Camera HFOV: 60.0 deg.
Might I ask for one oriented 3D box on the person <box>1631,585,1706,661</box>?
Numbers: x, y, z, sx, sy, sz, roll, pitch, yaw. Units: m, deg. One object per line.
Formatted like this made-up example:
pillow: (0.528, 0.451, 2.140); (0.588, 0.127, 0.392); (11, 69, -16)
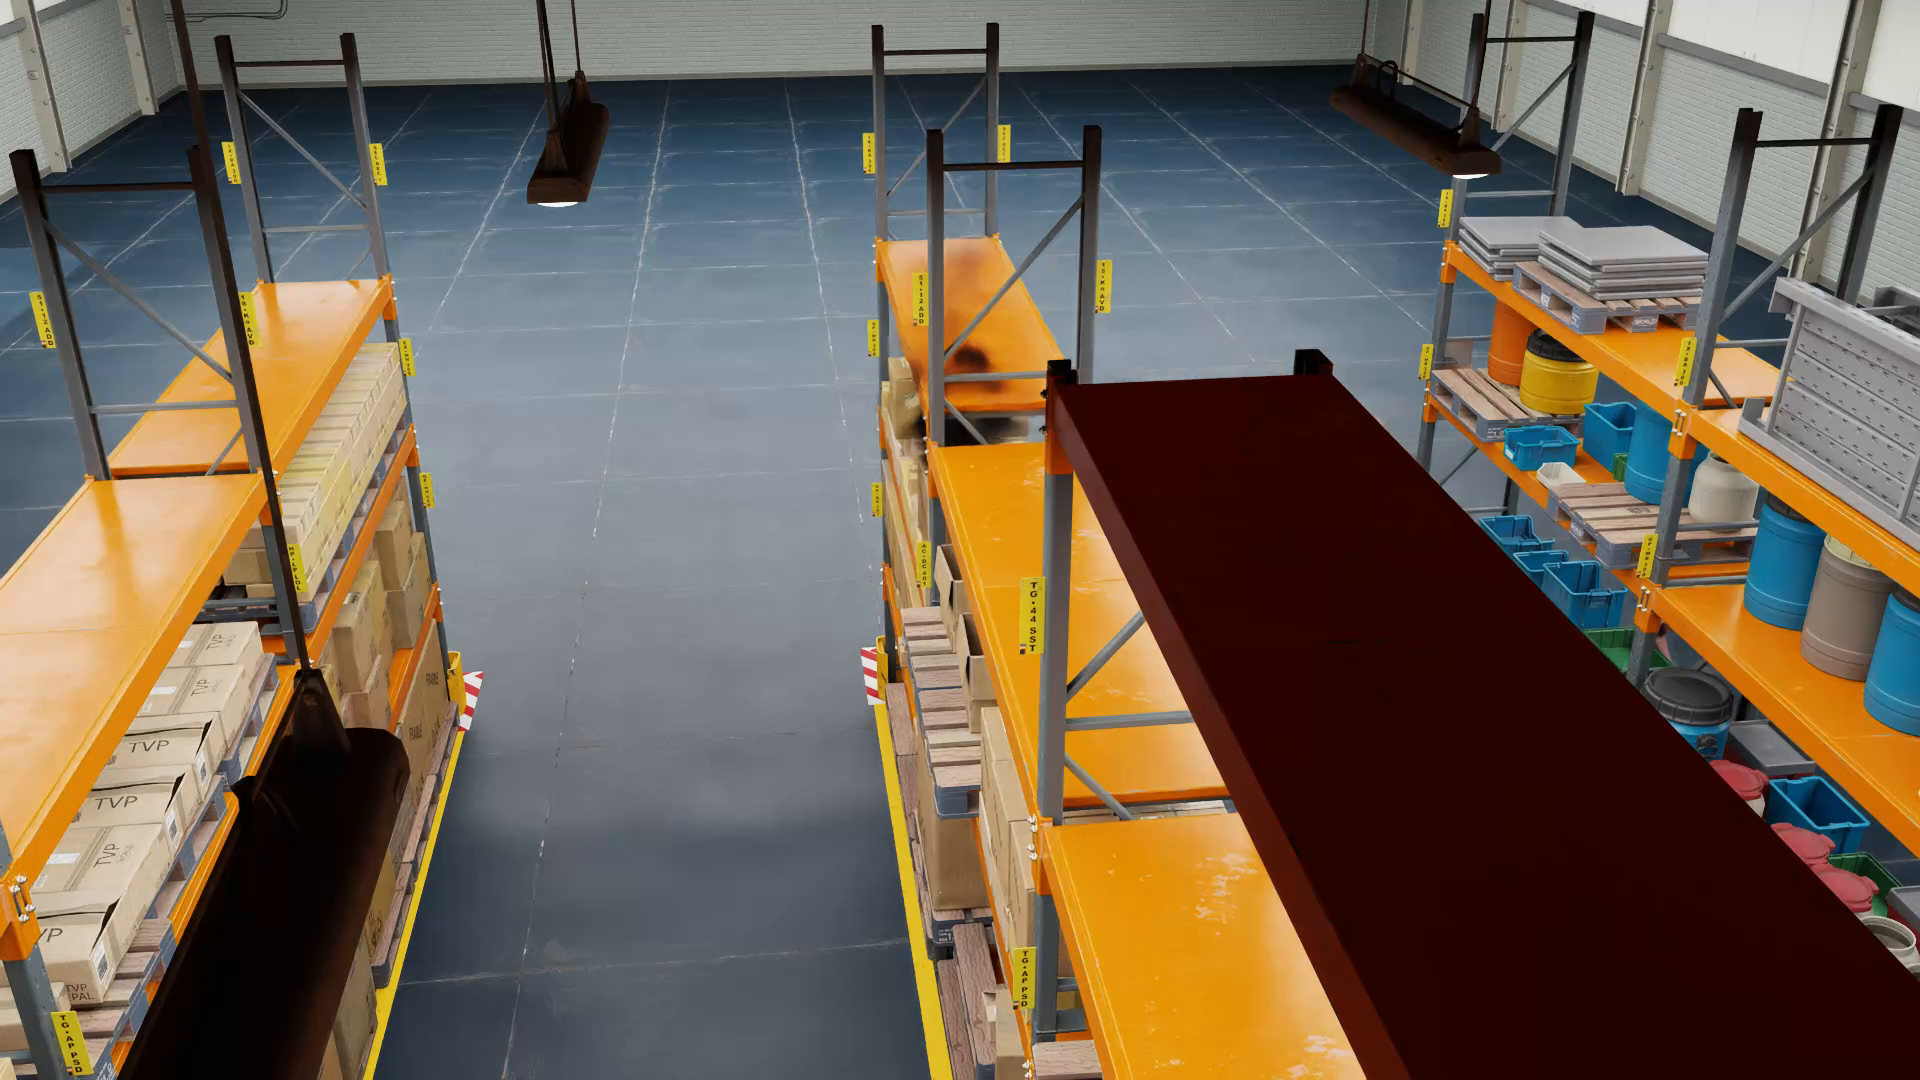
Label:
person: (6.370, 0.682, 15.197); (0.623, 1.611, 0.502); (-1, 26, -3)
